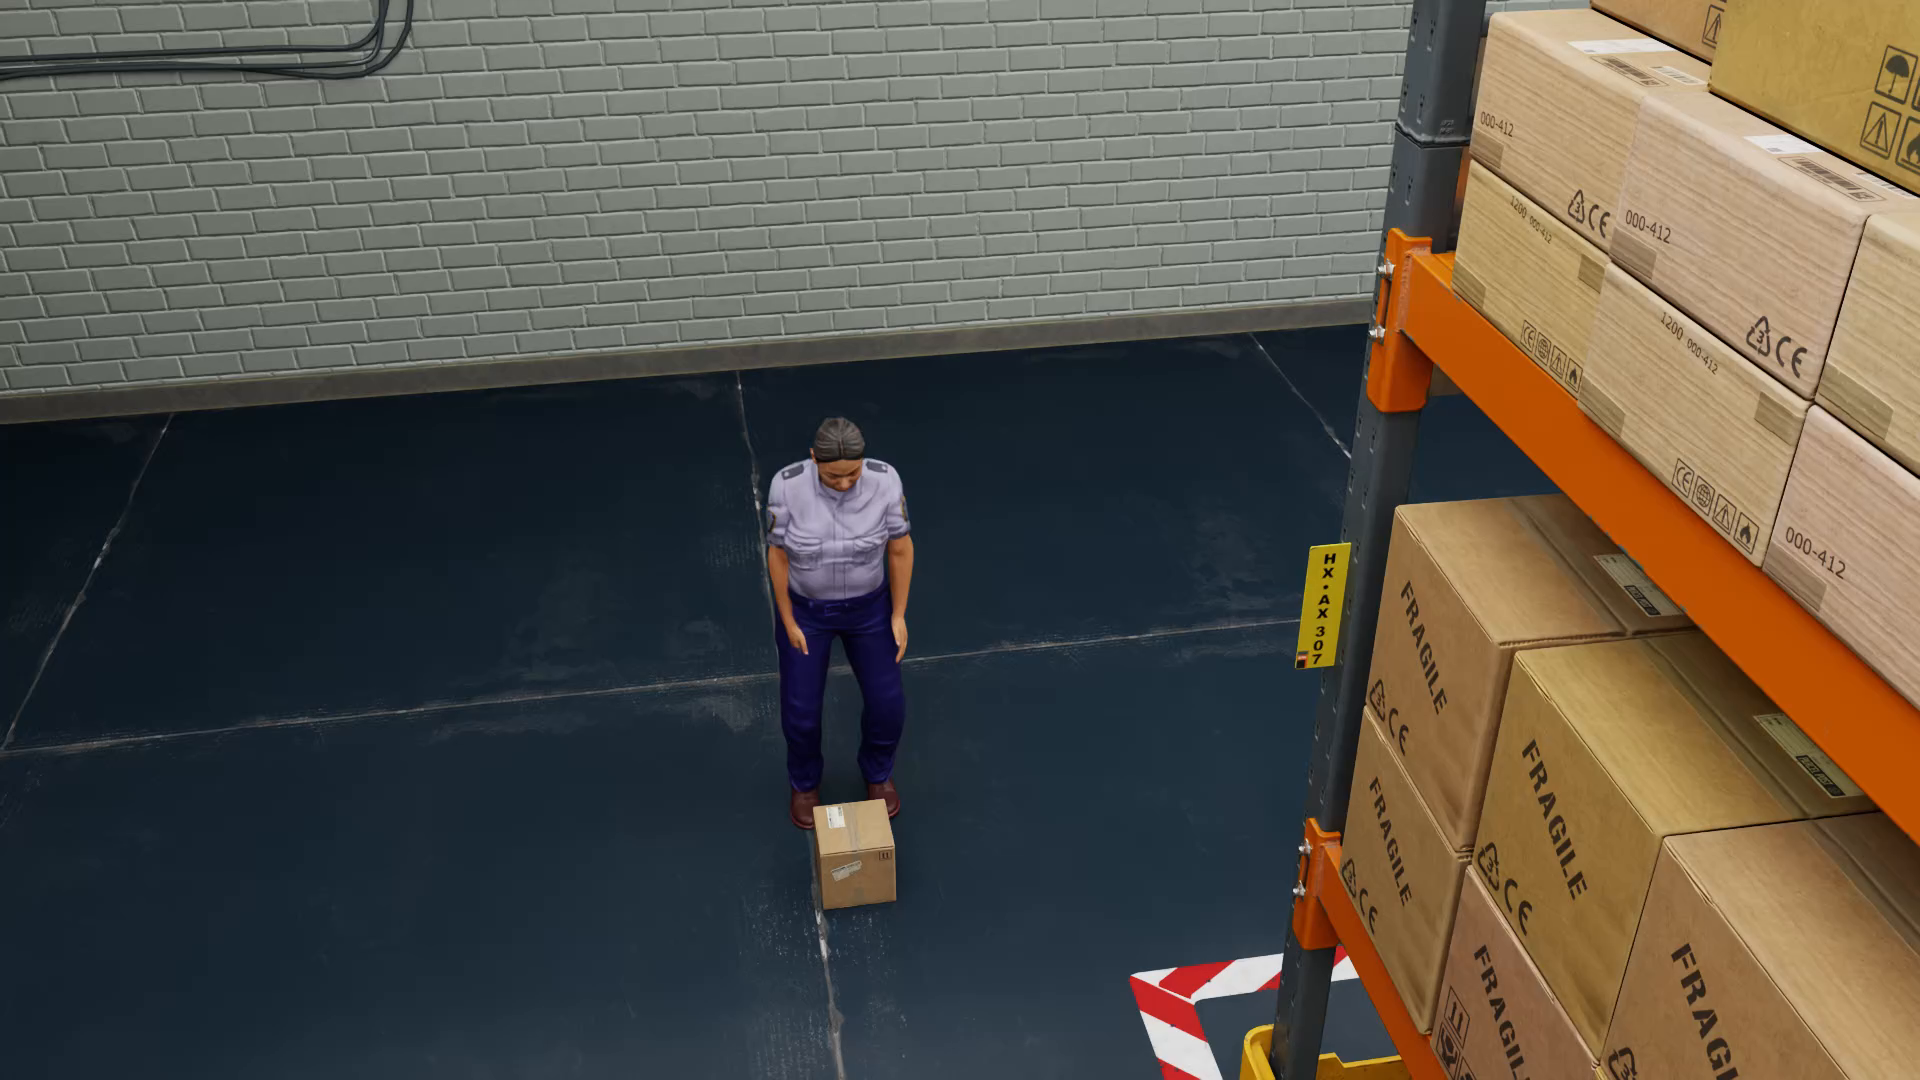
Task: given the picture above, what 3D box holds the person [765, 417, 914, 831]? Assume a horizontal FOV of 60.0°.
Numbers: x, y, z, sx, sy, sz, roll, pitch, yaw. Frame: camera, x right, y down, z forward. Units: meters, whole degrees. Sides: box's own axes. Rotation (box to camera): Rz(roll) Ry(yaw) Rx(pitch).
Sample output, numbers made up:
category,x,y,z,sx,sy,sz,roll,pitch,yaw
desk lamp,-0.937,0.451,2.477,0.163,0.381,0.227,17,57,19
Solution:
category,x,y,z,sx,sy,sz,roll,pitch,yaw
person,-0.404,0.269,5.762,0.496,1.597,0.390,-5,31,-8
